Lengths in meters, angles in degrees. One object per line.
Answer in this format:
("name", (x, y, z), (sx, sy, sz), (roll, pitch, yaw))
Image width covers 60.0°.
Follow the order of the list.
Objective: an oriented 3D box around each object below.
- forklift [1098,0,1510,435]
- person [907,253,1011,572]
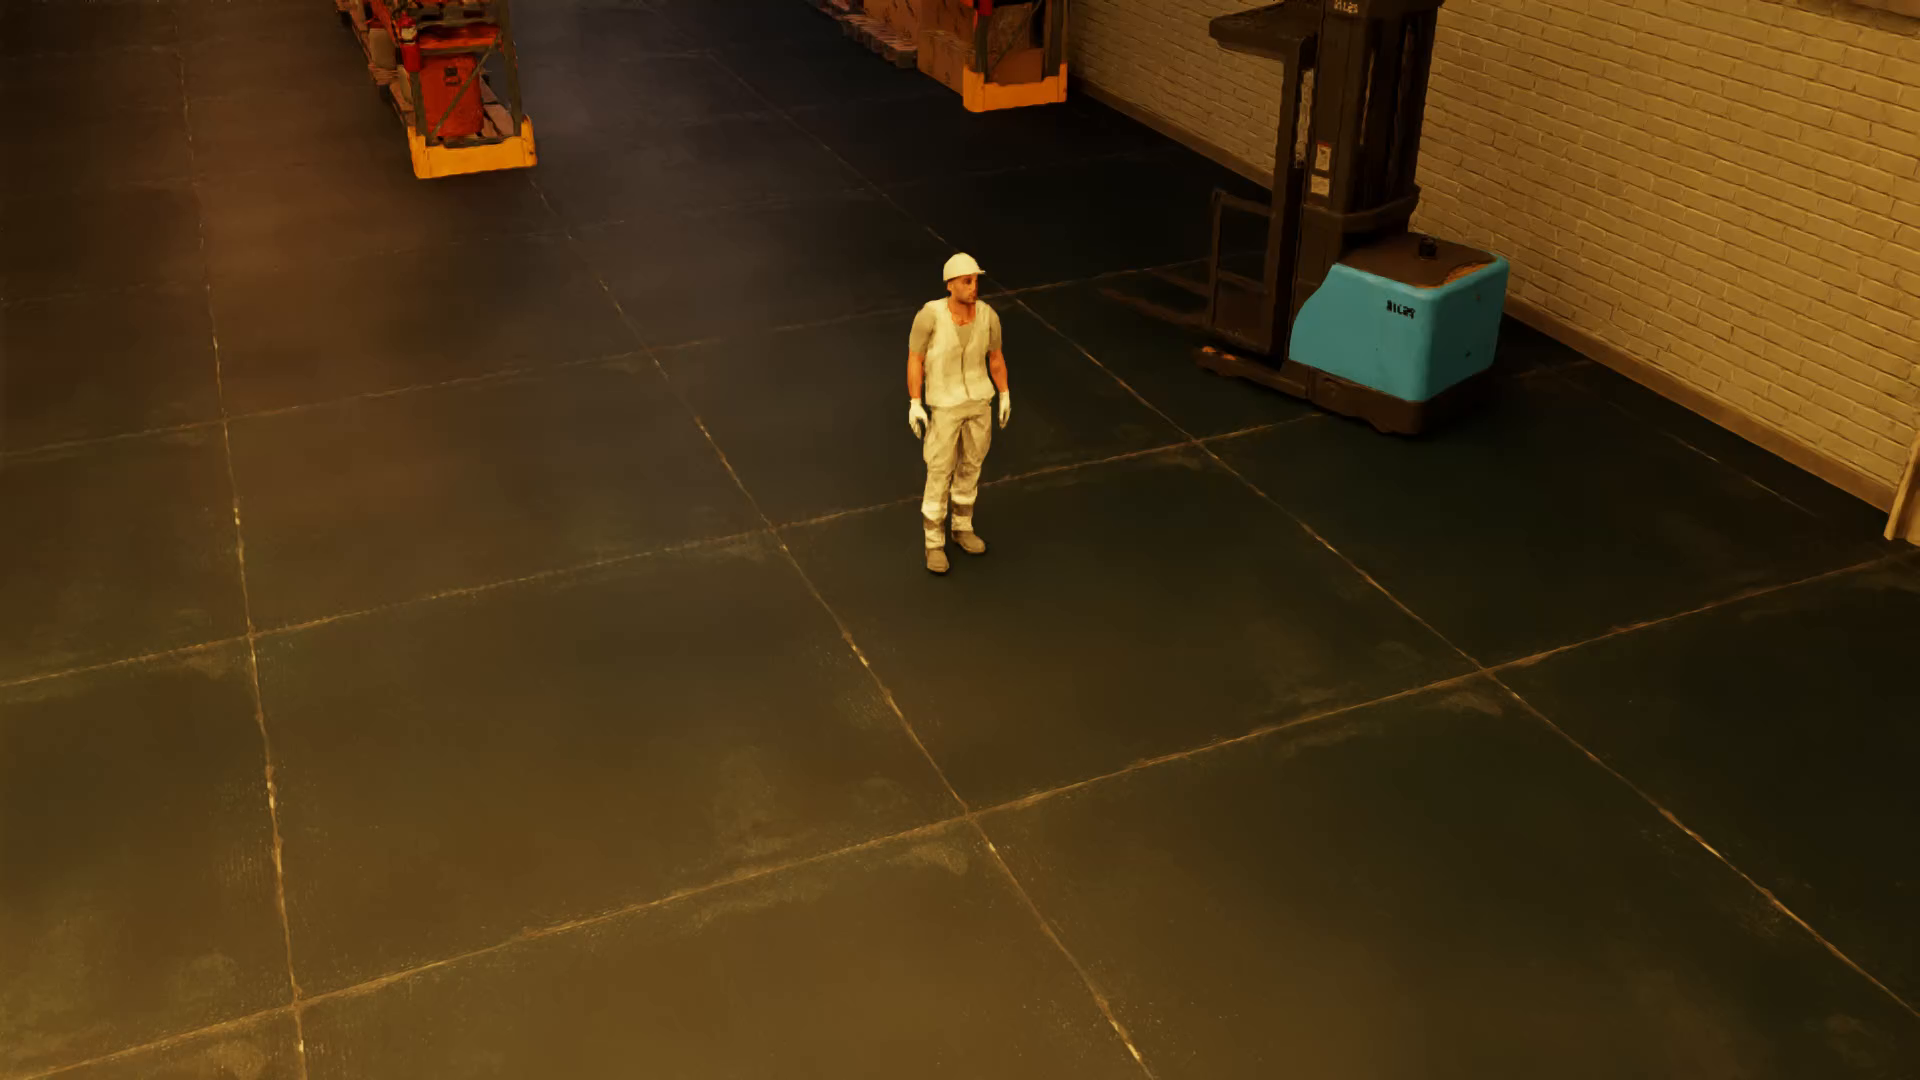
("forklift", (2.364, -2.618, 11.699), (1.130, 2.935, 3.031), (-25, 38, -37))
("person", (0.022, -0.744, 9.557), (0.637, 1.787, 0.563), (-12, 32, -20))
